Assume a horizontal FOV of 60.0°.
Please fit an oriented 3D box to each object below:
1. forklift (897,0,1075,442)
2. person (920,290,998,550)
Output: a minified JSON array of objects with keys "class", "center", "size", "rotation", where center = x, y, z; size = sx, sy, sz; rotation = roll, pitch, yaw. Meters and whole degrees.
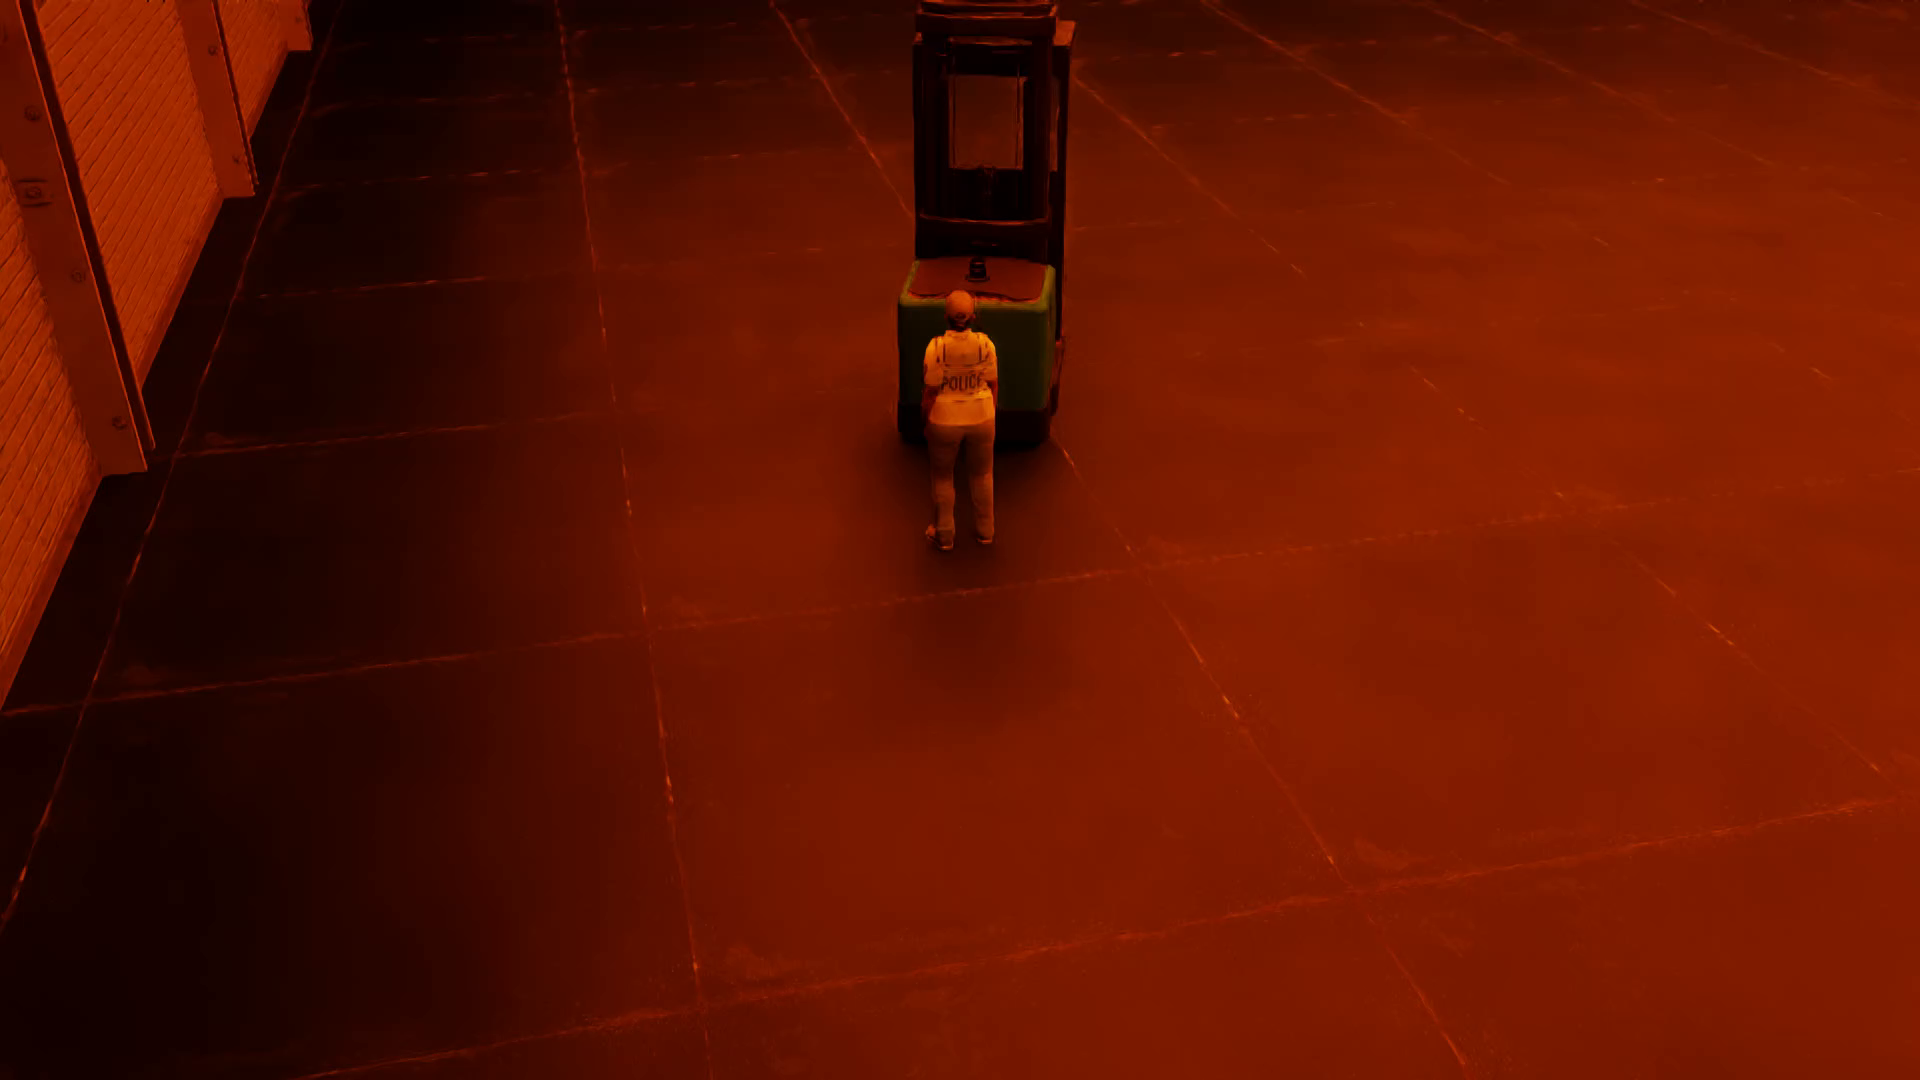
[{"class":"forklift","center":[0.244,-2.665,12.178],"size":[1.130,2.935,3.031],"rotation":[3,30,6]},{"class":"person","center":[0.002,-0.727,10.100],"size":[0.482,1.669,0.390],"rotation":[-7,31,-12]}]
